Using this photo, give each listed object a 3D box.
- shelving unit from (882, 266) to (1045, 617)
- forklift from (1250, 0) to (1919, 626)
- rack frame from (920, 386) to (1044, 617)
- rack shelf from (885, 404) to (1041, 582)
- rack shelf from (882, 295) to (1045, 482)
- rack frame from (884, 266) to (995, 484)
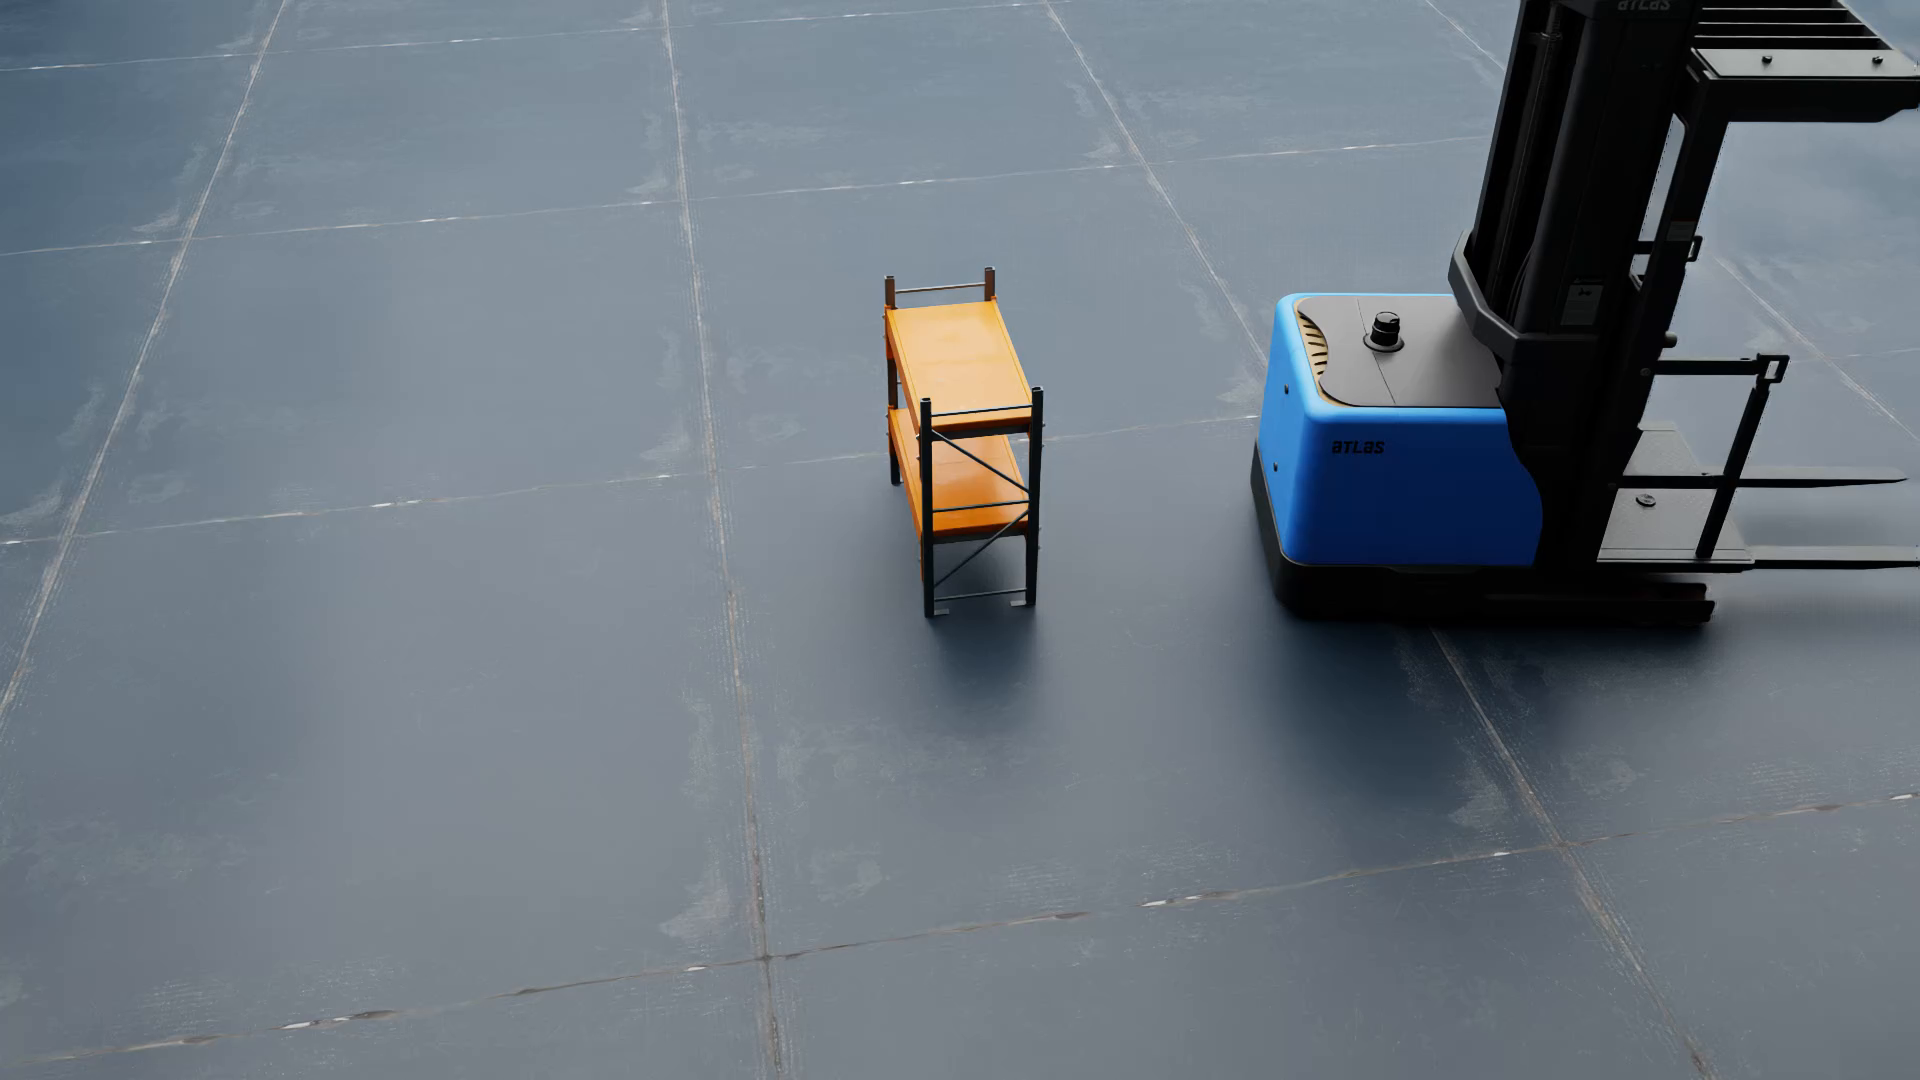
[{"bbox_3d":[-0.001,-0.448,7.410,0.538,1.125,1.048,-6,38,-8],"label":"shelving unit"},{"bbox_3d":[2.905,-1.111,6.791,3.031,2.935,1.130,0,38,1],"label":"forklift"},{"bbox_3d":[0.088,-0.141,7.015,0.500,1.125,0.032,-6,38,-8],"label":"rack frame"},{"bbox_3d":[-0.001,-0.255,7.560,0.538,0.278,1.000,-6,38,-8],"label":"rack shelf"},{"bbox_3d":[-0.001,-0.679,7.231,0.538,0.278,1.000,-6,38,-8],"label":"rack shelf"},{"bbox_3d":[-0.090,-0.755,7.805,0.500,1.125,0.032,-6,38,-8],"label":"rack frame"}]
